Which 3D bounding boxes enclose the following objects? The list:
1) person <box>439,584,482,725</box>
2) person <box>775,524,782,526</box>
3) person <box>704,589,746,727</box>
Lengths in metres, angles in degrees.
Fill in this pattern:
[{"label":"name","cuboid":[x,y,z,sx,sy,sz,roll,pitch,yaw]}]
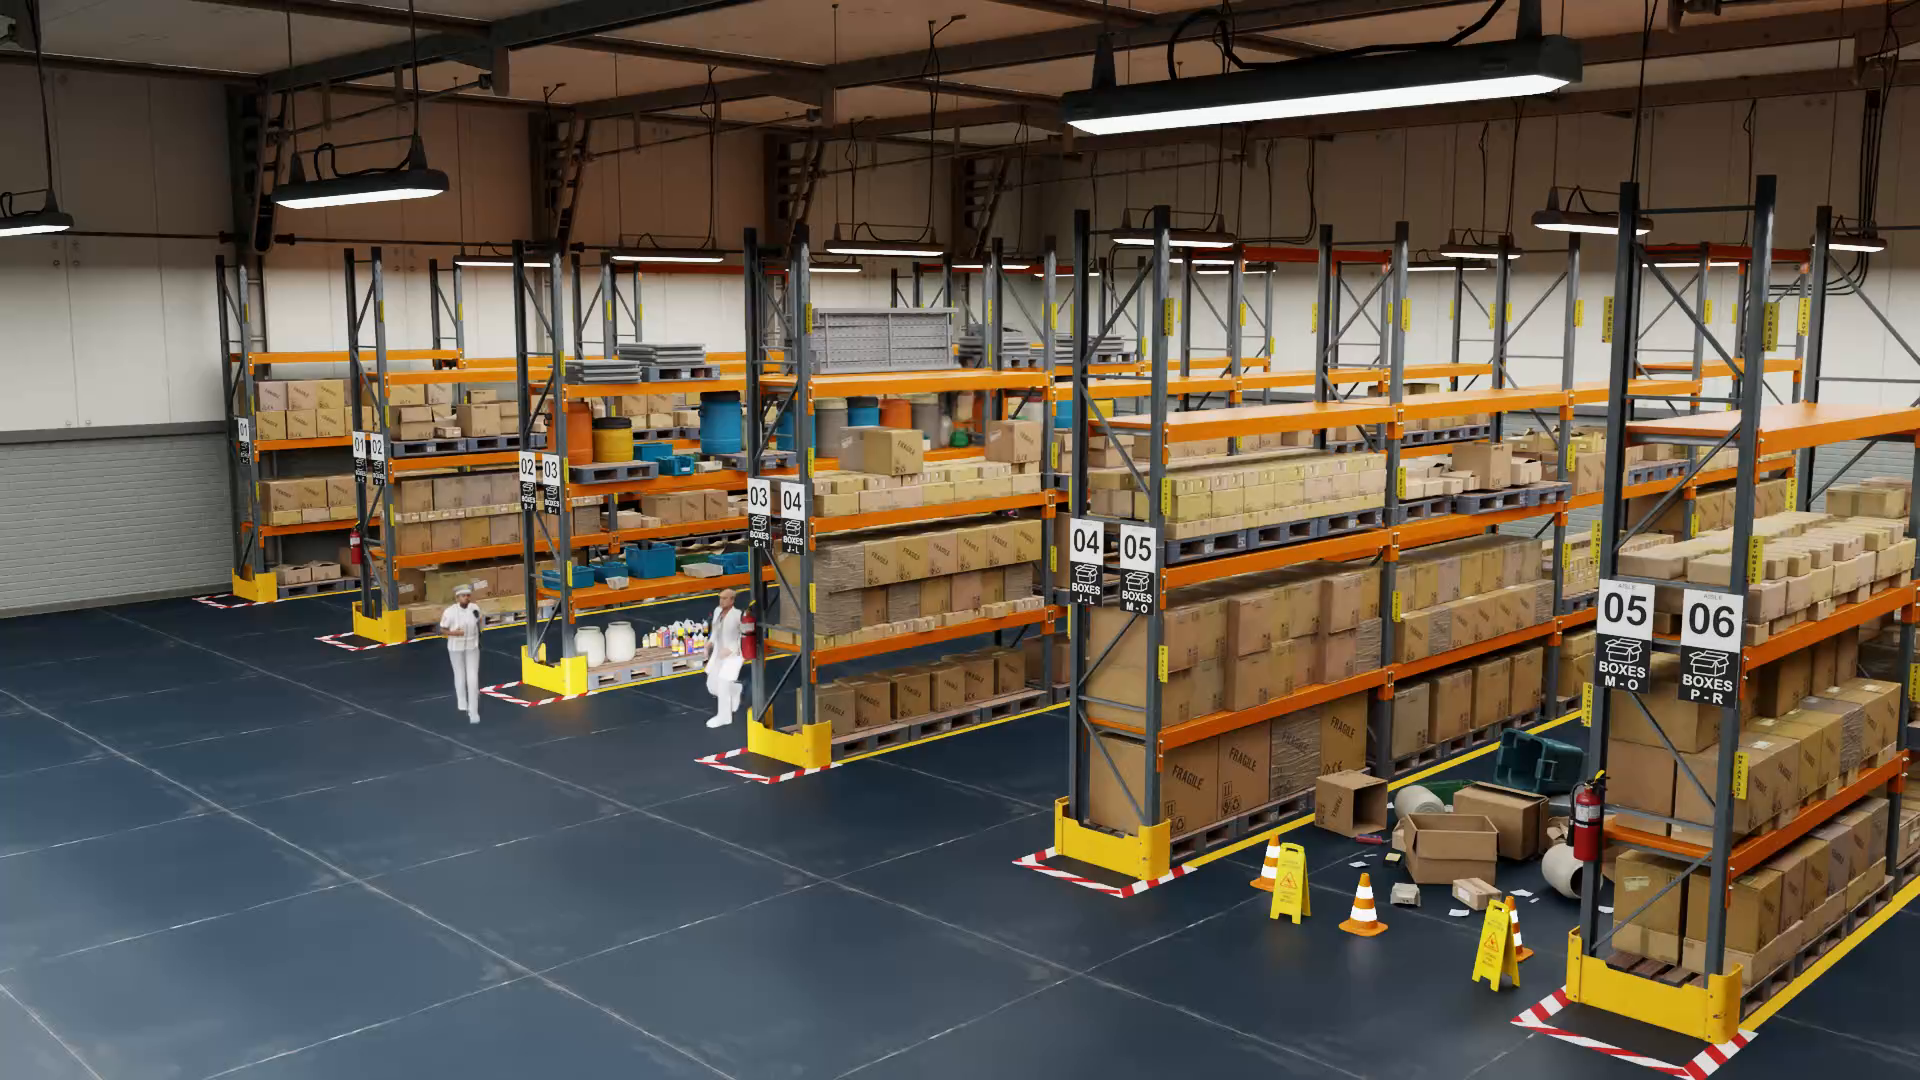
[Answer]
[{"label":"person","cuboid":[-6.231,1.390,20.819,0.559,1.732,0.860,-4,9,-25]},{"label":"person","cuboid":[-3.445,-0.470,33.660,0.658,1.783,0.950,7,11,40]},{"label":"person","cuboid":[-2.798,1.441,20.452,0.707,1.730,0.642,5,10,34]}]
